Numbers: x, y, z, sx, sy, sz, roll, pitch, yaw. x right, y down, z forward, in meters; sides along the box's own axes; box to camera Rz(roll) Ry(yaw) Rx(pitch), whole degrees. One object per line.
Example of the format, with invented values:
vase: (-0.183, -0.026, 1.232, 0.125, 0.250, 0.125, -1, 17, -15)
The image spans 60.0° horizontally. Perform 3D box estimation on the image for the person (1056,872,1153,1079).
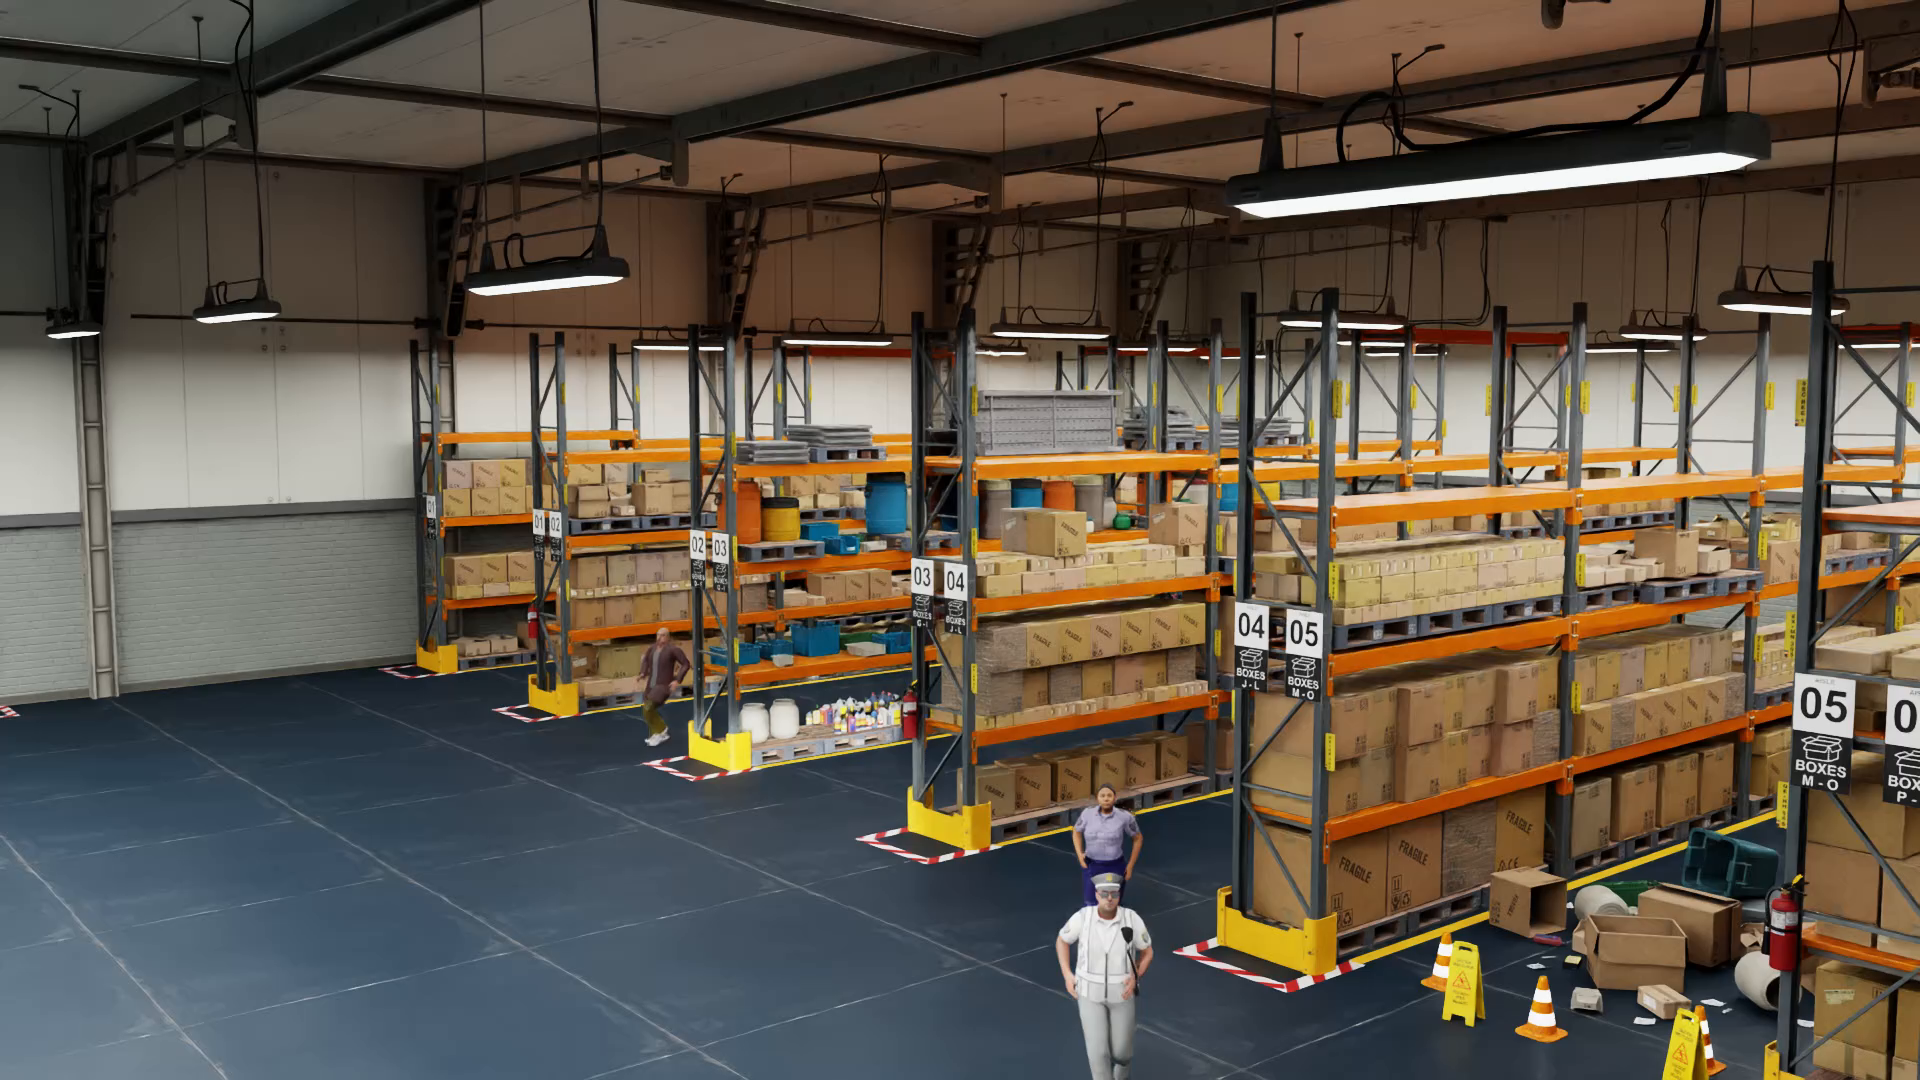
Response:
person: (1.026, 3.206, 11.814, 0.694, 1.752, 0.821, 0, 5, 3)

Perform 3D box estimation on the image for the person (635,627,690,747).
person: (-4.291, 2.104, 23.801, 0.767, 1.733, 0.647, 4, 7, 38)

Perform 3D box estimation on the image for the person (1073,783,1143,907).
person: (1.314, 2.990, 15.051, 0.616, 1.629, 0.587, 2, 6, 17)
